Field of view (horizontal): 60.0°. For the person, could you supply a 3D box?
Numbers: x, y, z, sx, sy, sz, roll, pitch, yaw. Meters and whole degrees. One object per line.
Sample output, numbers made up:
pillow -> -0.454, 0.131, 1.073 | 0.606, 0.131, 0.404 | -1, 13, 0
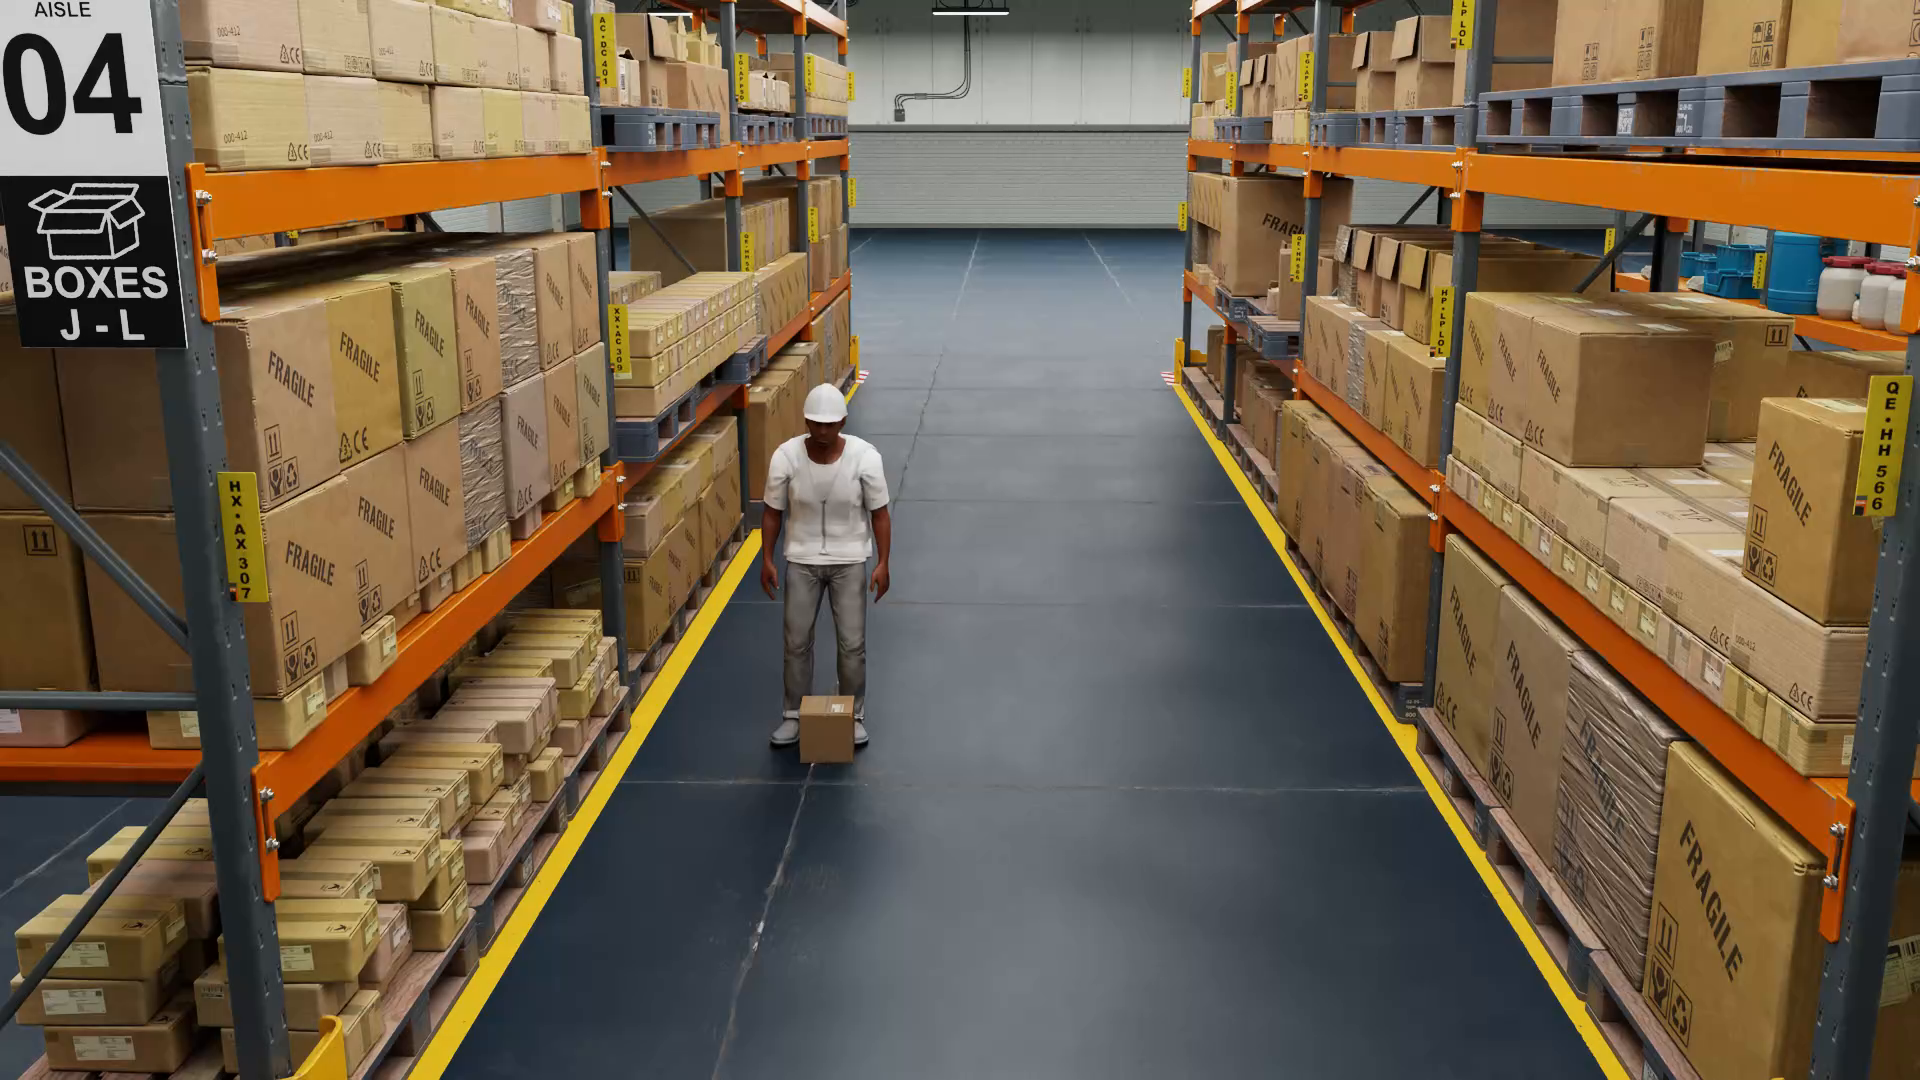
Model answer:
person -> -0.645, 0.117, 7.982 | 0.627, 1.761, 0.456 | 0, 14, 2
